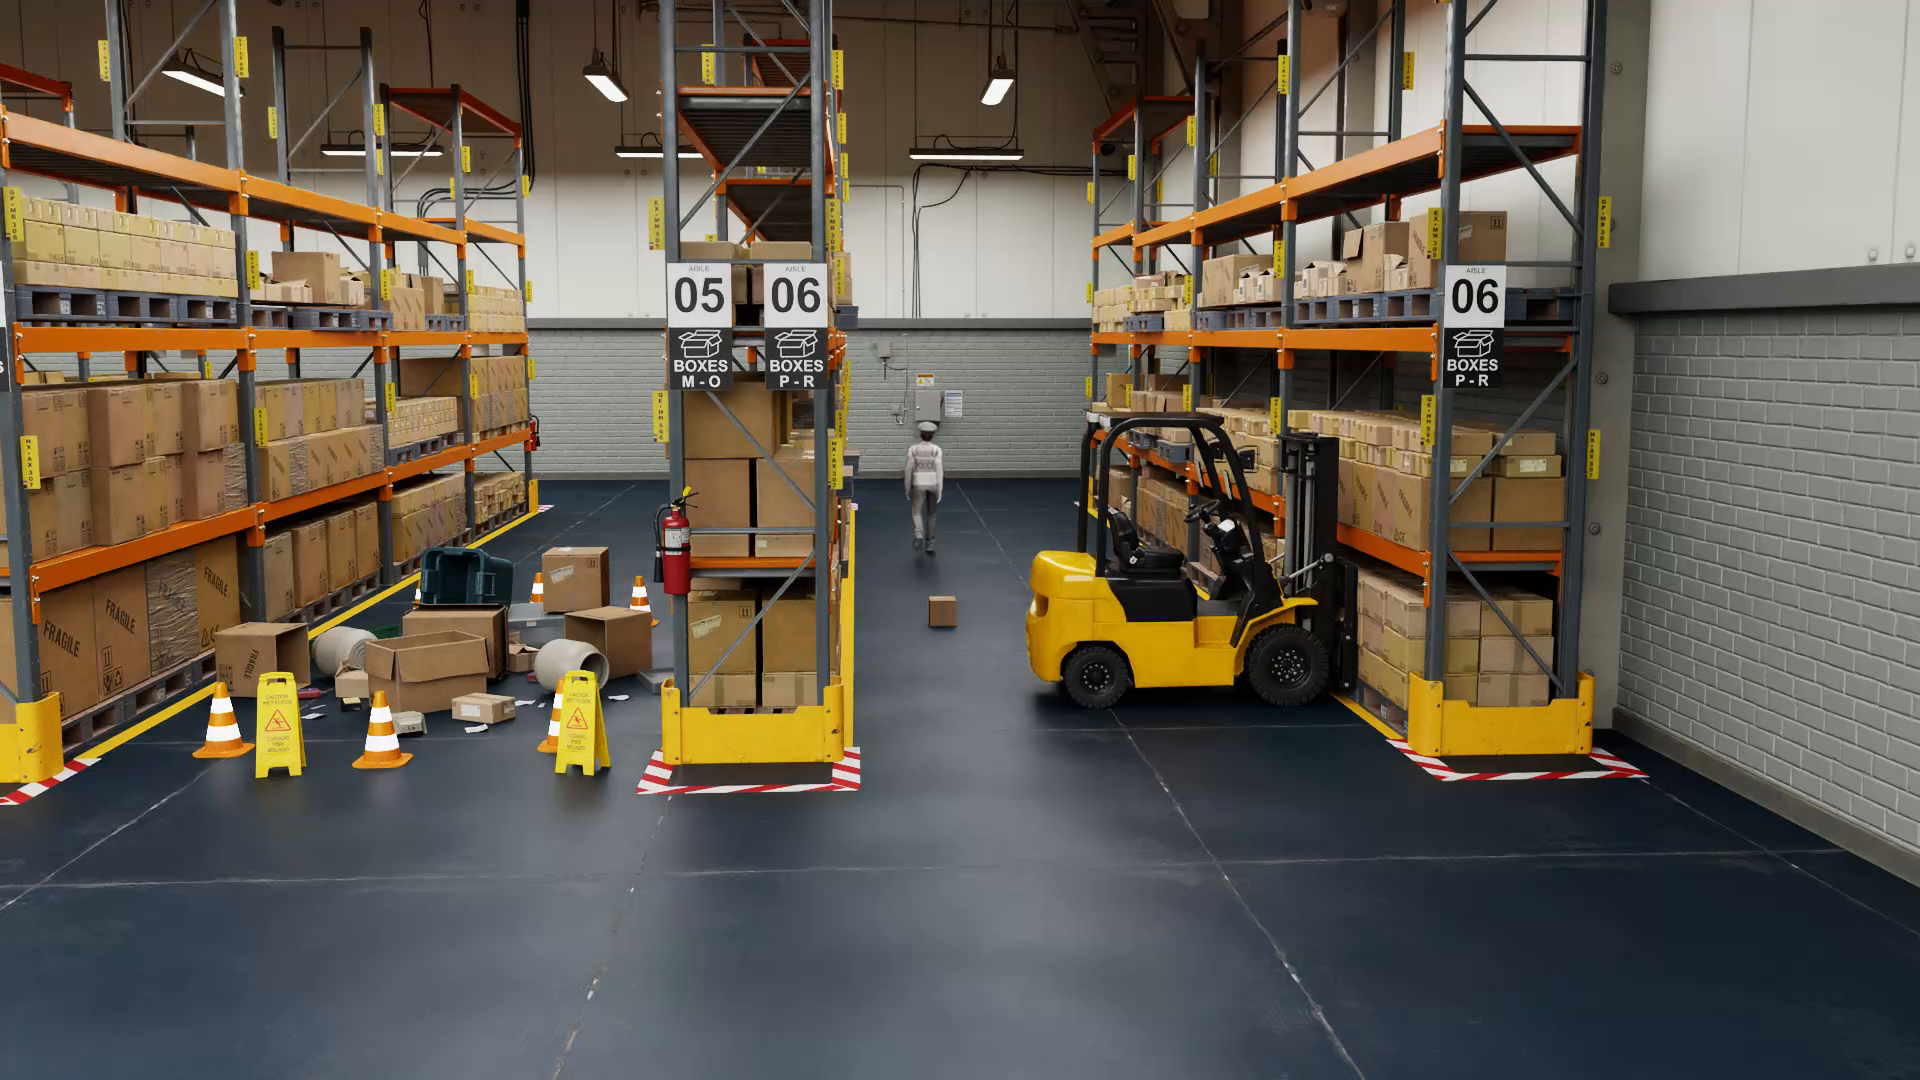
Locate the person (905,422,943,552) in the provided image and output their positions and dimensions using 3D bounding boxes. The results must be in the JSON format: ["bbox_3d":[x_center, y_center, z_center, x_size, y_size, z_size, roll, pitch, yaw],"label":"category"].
[{"bbox_3d":[-0.455,-0.665,21.017,0.487,1.651,0.819,0,7,-3],"label":"person"}]
